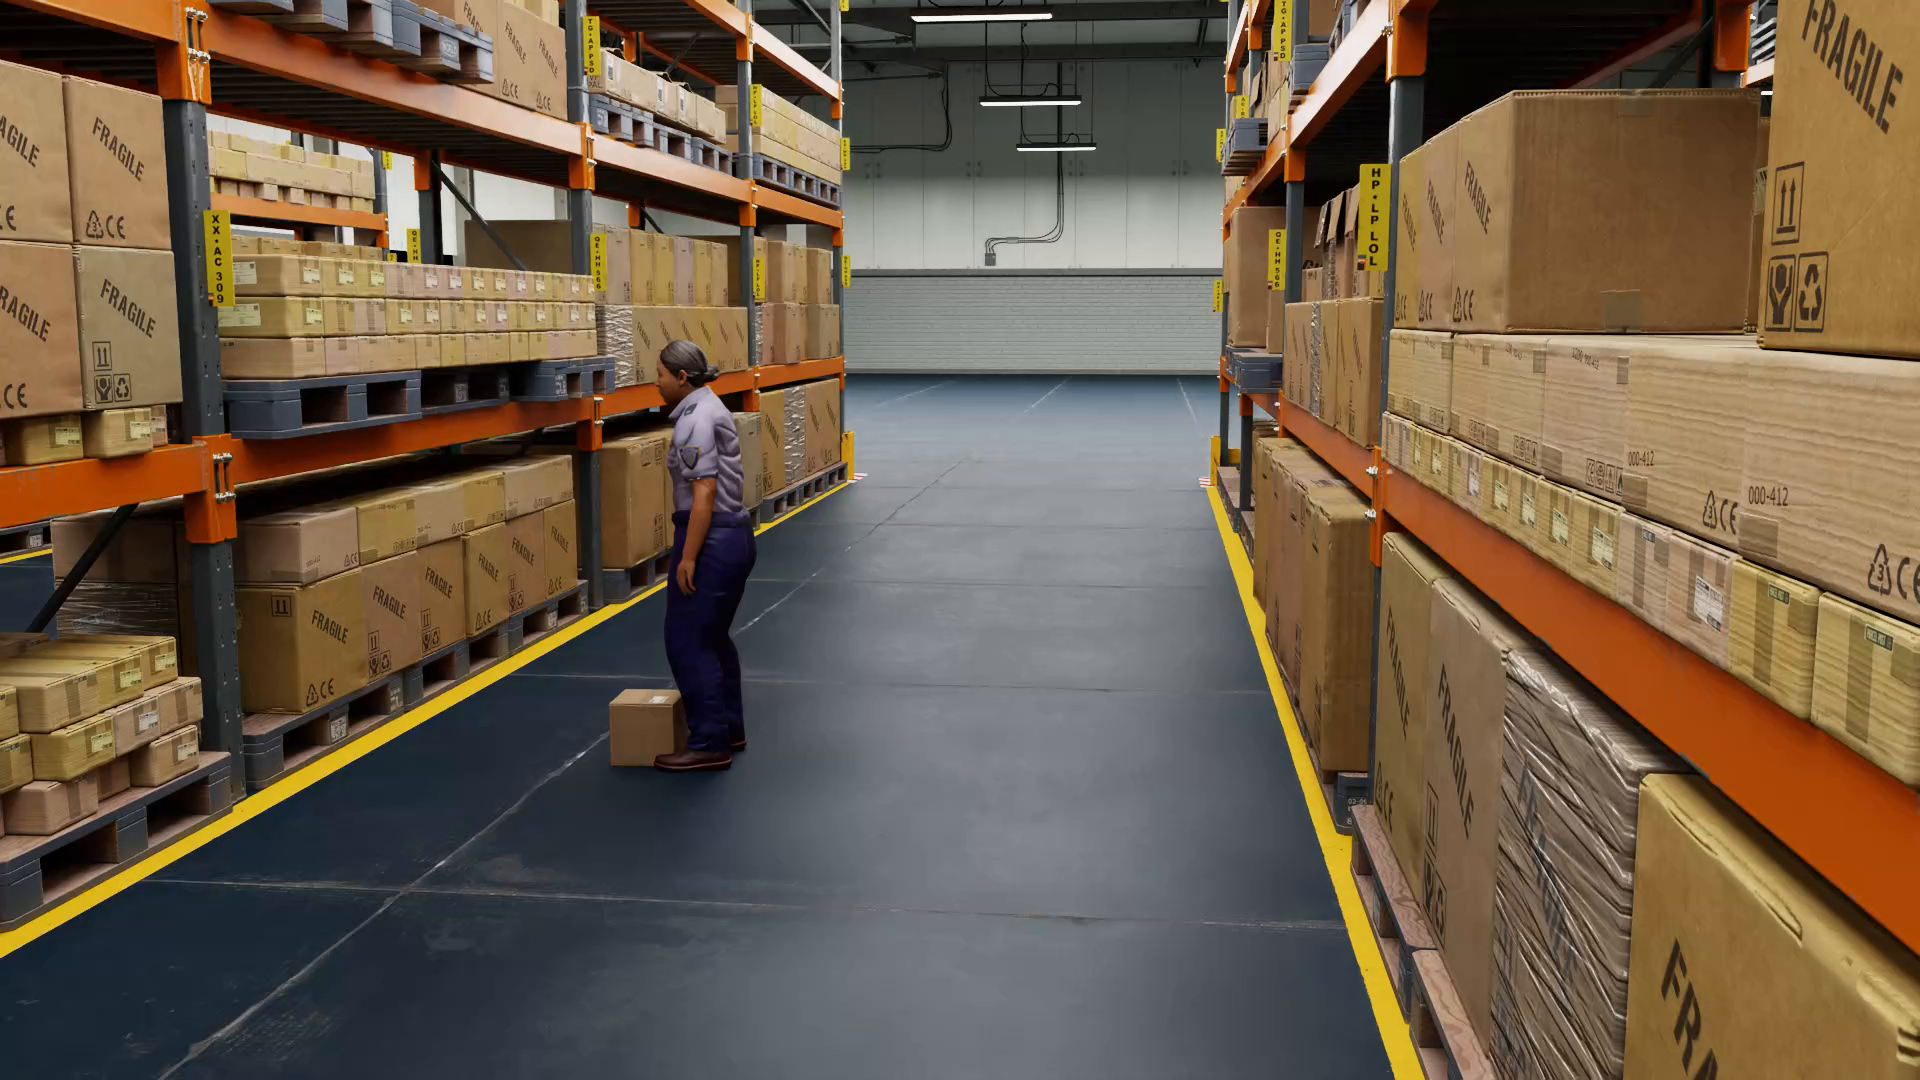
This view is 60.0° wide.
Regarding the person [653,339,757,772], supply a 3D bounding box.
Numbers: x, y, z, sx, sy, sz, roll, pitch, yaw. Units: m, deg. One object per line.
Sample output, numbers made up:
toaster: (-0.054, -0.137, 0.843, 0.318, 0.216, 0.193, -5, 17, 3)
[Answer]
person: (-1.009, 0.049, 6.469, 0.341, 1.650, 0.555, 0, 8, 3)
